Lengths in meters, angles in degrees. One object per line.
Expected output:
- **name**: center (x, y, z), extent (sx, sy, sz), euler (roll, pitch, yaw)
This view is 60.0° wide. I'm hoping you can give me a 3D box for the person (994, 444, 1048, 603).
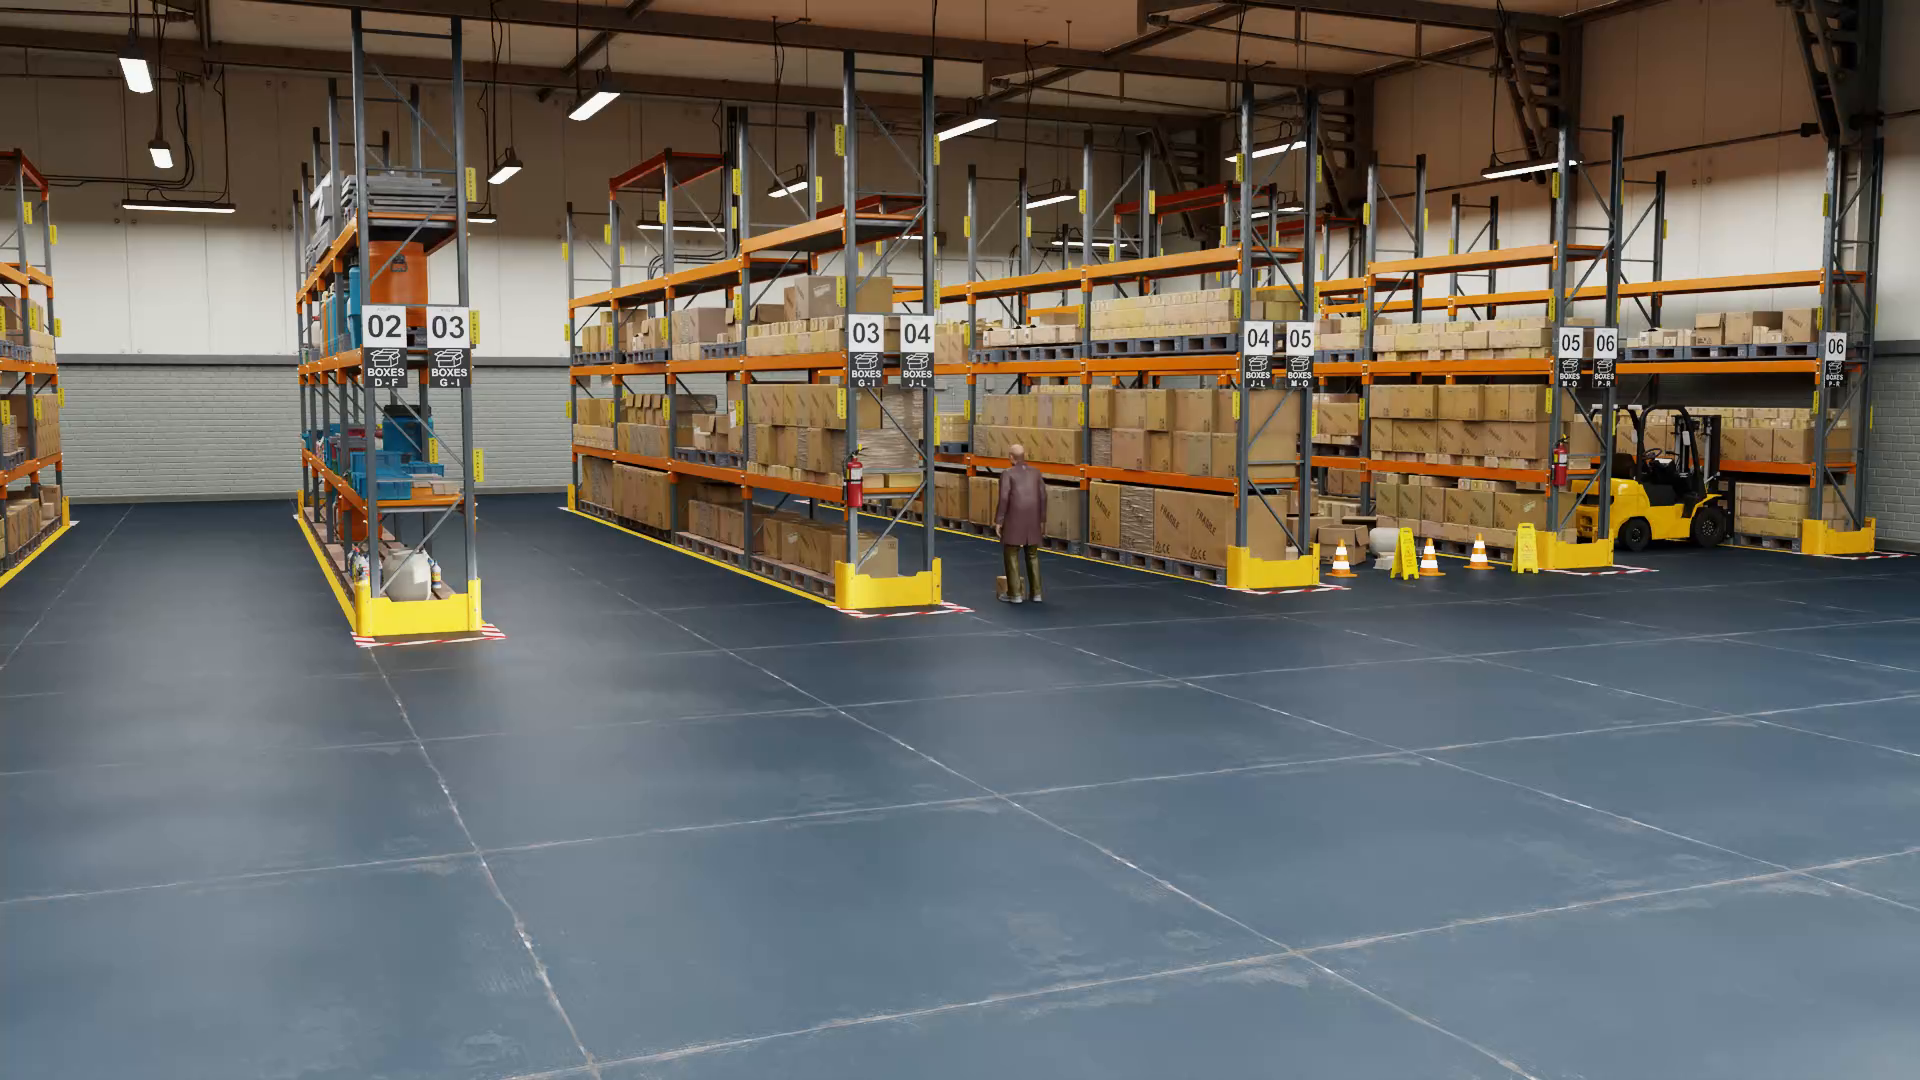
- **person**: center (0.685, -0.187, 18.731), extent (0.650, 1.774, 0.418), euler (-2, 6, -25)
